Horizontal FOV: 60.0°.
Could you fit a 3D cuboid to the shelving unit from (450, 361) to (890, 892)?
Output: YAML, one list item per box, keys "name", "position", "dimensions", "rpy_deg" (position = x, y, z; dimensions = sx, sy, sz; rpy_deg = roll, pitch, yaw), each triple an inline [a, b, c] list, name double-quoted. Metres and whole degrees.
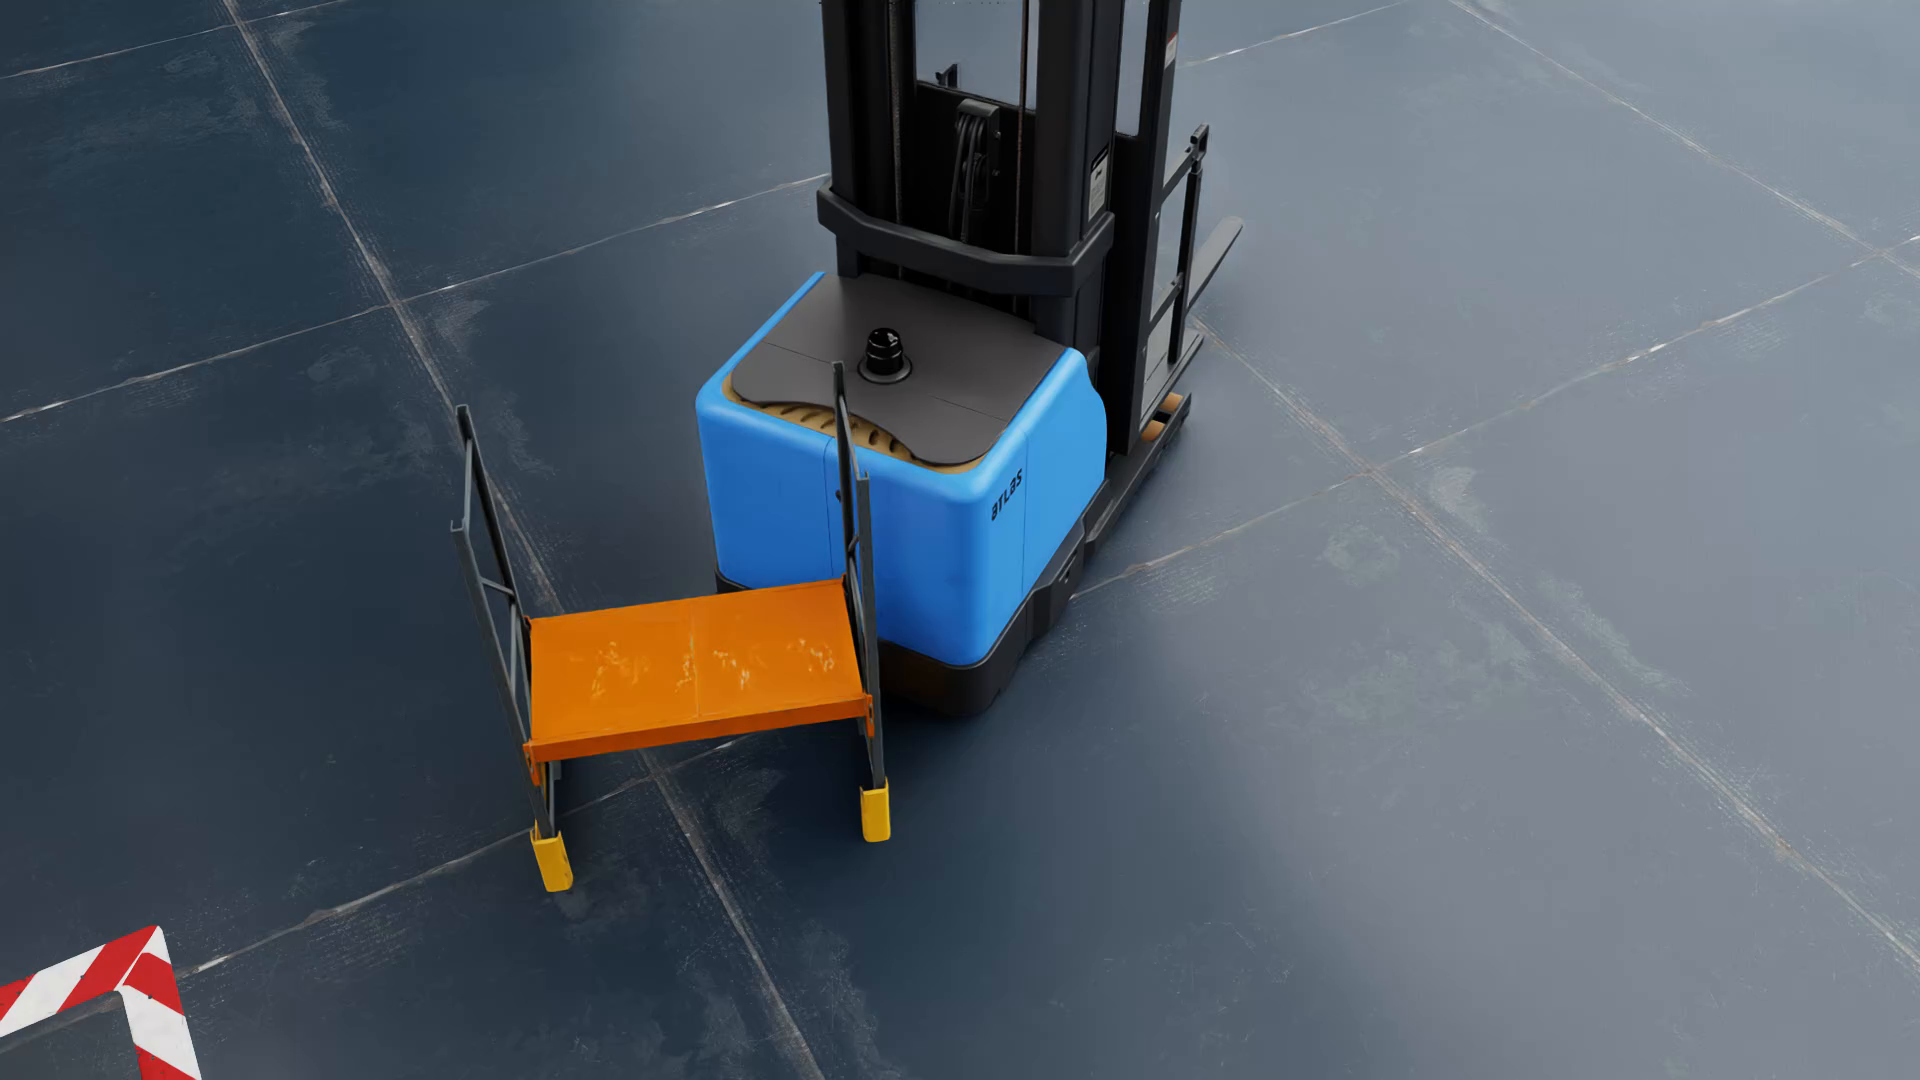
- name: "shelving unit"
  position: [-0.802, 0.280, 4.884]
  dimensions: [1.083, 1.500, 0.587]
  rpy_deg: [-7, 45, -8]

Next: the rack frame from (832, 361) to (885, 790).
- name: "rack frame"
  position: [-0.294, 0.214, 4.953]
  dimensions: [0.032, 1.500, 0.500]
  rpy_deg: [-7, 45, -8]

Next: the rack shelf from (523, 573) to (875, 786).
- name: "rack shelf"
  position: [-0.793, 0.408, 5.011]
  dimensions: [1.000, 0.185, 0.538]
  rpy_deg: [-7, 45, -8]

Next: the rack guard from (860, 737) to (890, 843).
- name: "rack guard"
  position: [-0.313, 0.665, 5.386]
  dimensions: [0.087, 0.250, 0.587]
  rpy_deg: [-7, 45, -8]

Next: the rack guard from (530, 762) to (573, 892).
- name: "rack guard"
  position: [-1.292, 0.793, 5.253]
  dimensions: [0.087, 0.250, 0.587]
  rpy_deg: [-7, 45, -8]

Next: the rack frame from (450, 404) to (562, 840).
- name: "rack frame"
  position: [-1.293, 0.345, 4.818]
  dimensions: [0.032, 1.500, 0.500]
  rpy_deg: [-7, 45, -8]

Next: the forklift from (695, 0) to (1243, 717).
- name: "forklift"
  position: [0.273, -1.490, 5.681]
  dimensions: [1.130, 2.935, 3.031]
  rpy_deg: [20, 47, 19]
